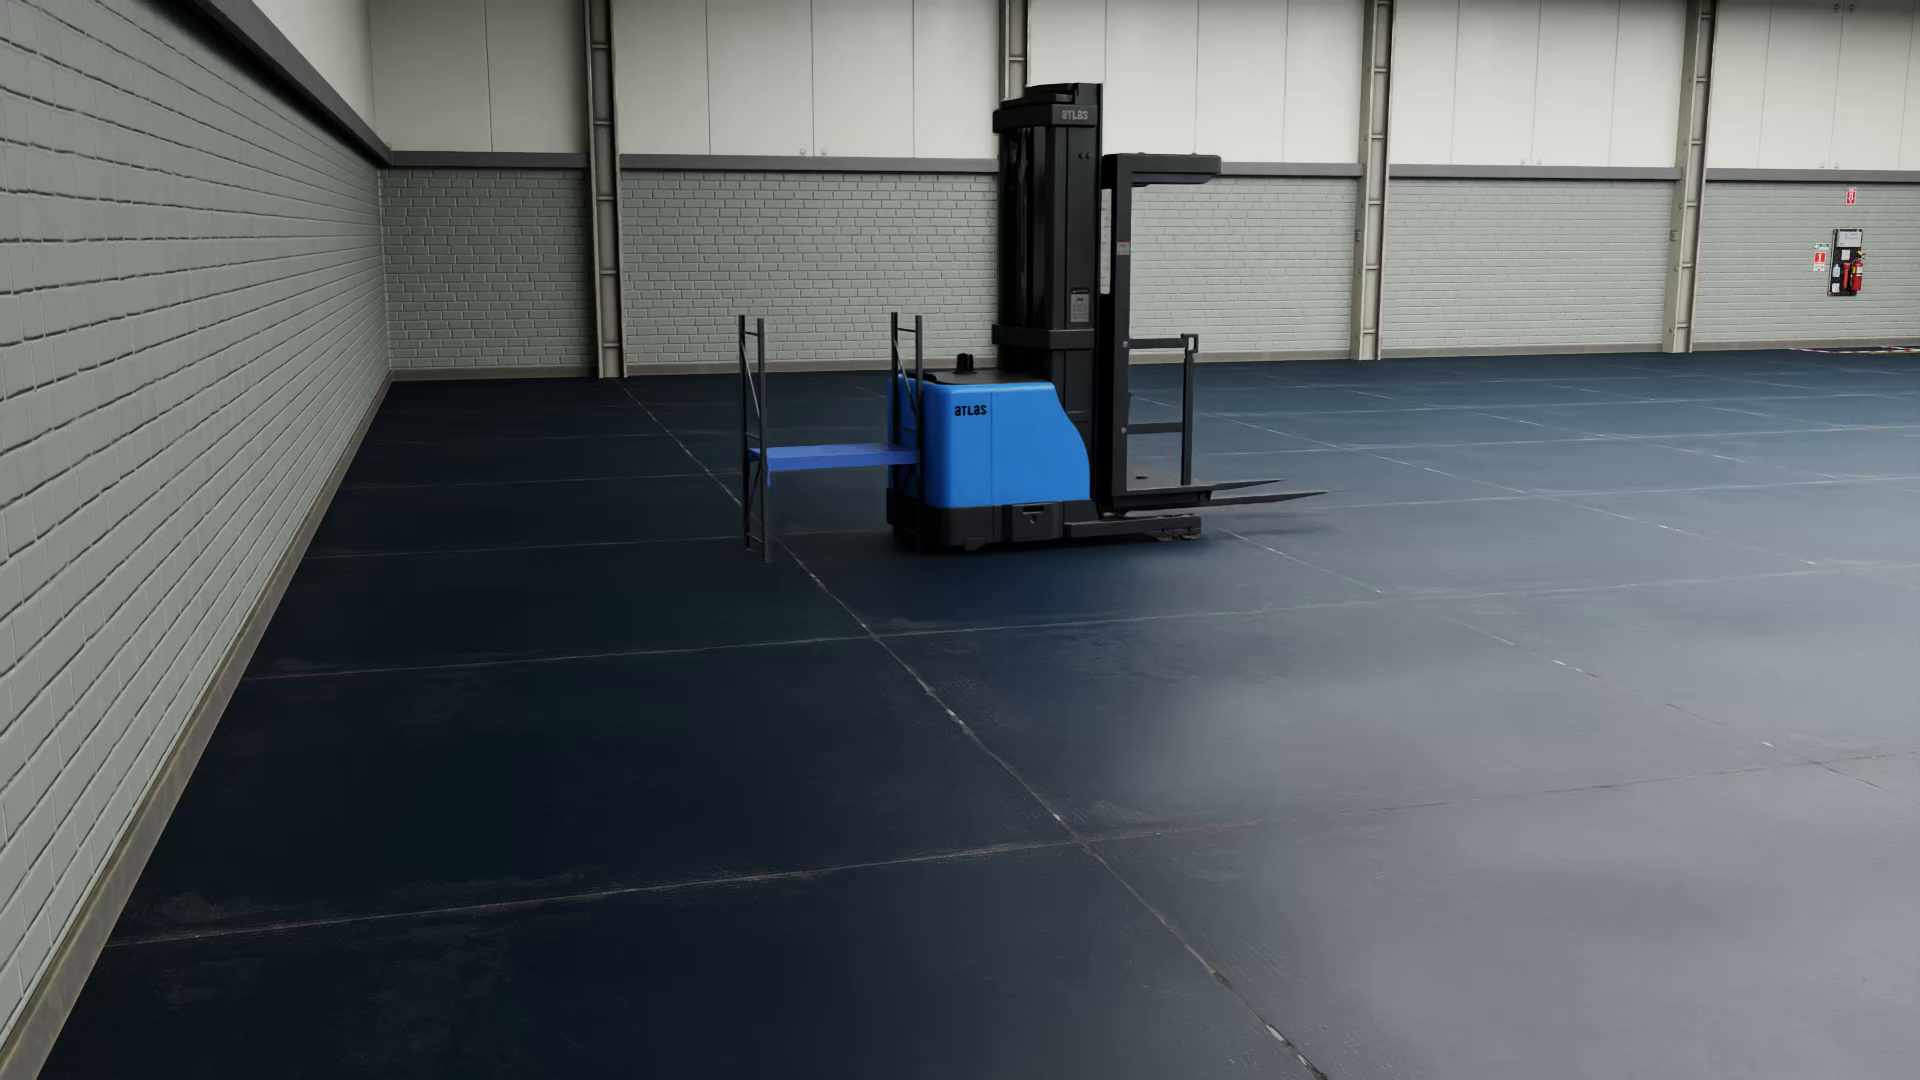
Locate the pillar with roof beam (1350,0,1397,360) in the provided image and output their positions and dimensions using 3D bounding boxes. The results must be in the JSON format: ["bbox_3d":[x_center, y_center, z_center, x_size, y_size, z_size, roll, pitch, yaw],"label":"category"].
[{"bbox_3d":[7.773,-6.610,22.097,0.400,9.000,9.100,-3,11,-16],"label":"pillar with roof beam"}]

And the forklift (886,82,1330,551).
[{"bbox_3d":[1.070,-1.516,11.188,3.031,2.935,1.130,-4,11,-21],"label":"forklift"}]

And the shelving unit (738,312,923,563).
[{"bbox_3d":[-0.814,-0.671,10.549,1.048,1.500,0.538,-4,11,-21],"label":"shelving unit"}]

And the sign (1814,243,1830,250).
[{"bbox_3d":[15.155,-5.164,29.248,0.331,0.109,0.001,-3,11,-16],"label":"sign"}]

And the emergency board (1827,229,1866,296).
[{"bbox_3d":[15.708,-4.897,29.360,0.643,1.169,0.194,-3,11,-16],"label":"emergency board"}]

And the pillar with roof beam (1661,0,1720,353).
[{"bbox_3d":[13.534,-6.914,23.746,0.400,9.000,9.100,-3,11,-16],"label":"pillar with roof beam"}]

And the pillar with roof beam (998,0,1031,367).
[{"bbox_3d":[2.012,-6.306,20.448,0.400,9.000,9.100,-3,11,-16],"label":"pillar with roof beam"}]

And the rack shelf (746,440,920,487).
[{"bbox_3d":[-0.814,-0.494,10.582,1.000,0.185,0.538,-4,11,-21],"label":"rack shelf"}]

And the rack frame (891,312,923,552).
[{"bbox_3d":[-0.342,-0.705,10.735,0.032,1.500,0.500,-4,11,-21],"label":"rack frame"}]

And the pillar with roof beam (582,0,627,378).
[{"bbox_3d":[-3.749,-6.003,18.798,0.400,9.000,9.100,-3,11,-16],"label":"pillar with roof beam"}]

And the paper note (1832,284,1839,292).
[{"bbox_3d":[15.519,-4.467,29.457,0.142,0.148,0.016,-3,11,-16],"label":"paper note"}]

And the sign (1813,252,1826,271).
[{"bbox_3d":[15.148,-4.904,29.303,0.234,0.329,0.001,-3,11,-16],"label":"sign"}]

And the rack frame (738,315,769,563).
[{"bbox_3d":[-1.287,-0.637,10.364,0.032,1.500,0.500,-4,11,-21],"label":"rack frame"}]

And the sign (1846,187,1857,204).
[{"bbox_3d":[15.672,-6.054,29.242,0.199,0.298,0.001,-3,11,-16],"label":"sign"}]
